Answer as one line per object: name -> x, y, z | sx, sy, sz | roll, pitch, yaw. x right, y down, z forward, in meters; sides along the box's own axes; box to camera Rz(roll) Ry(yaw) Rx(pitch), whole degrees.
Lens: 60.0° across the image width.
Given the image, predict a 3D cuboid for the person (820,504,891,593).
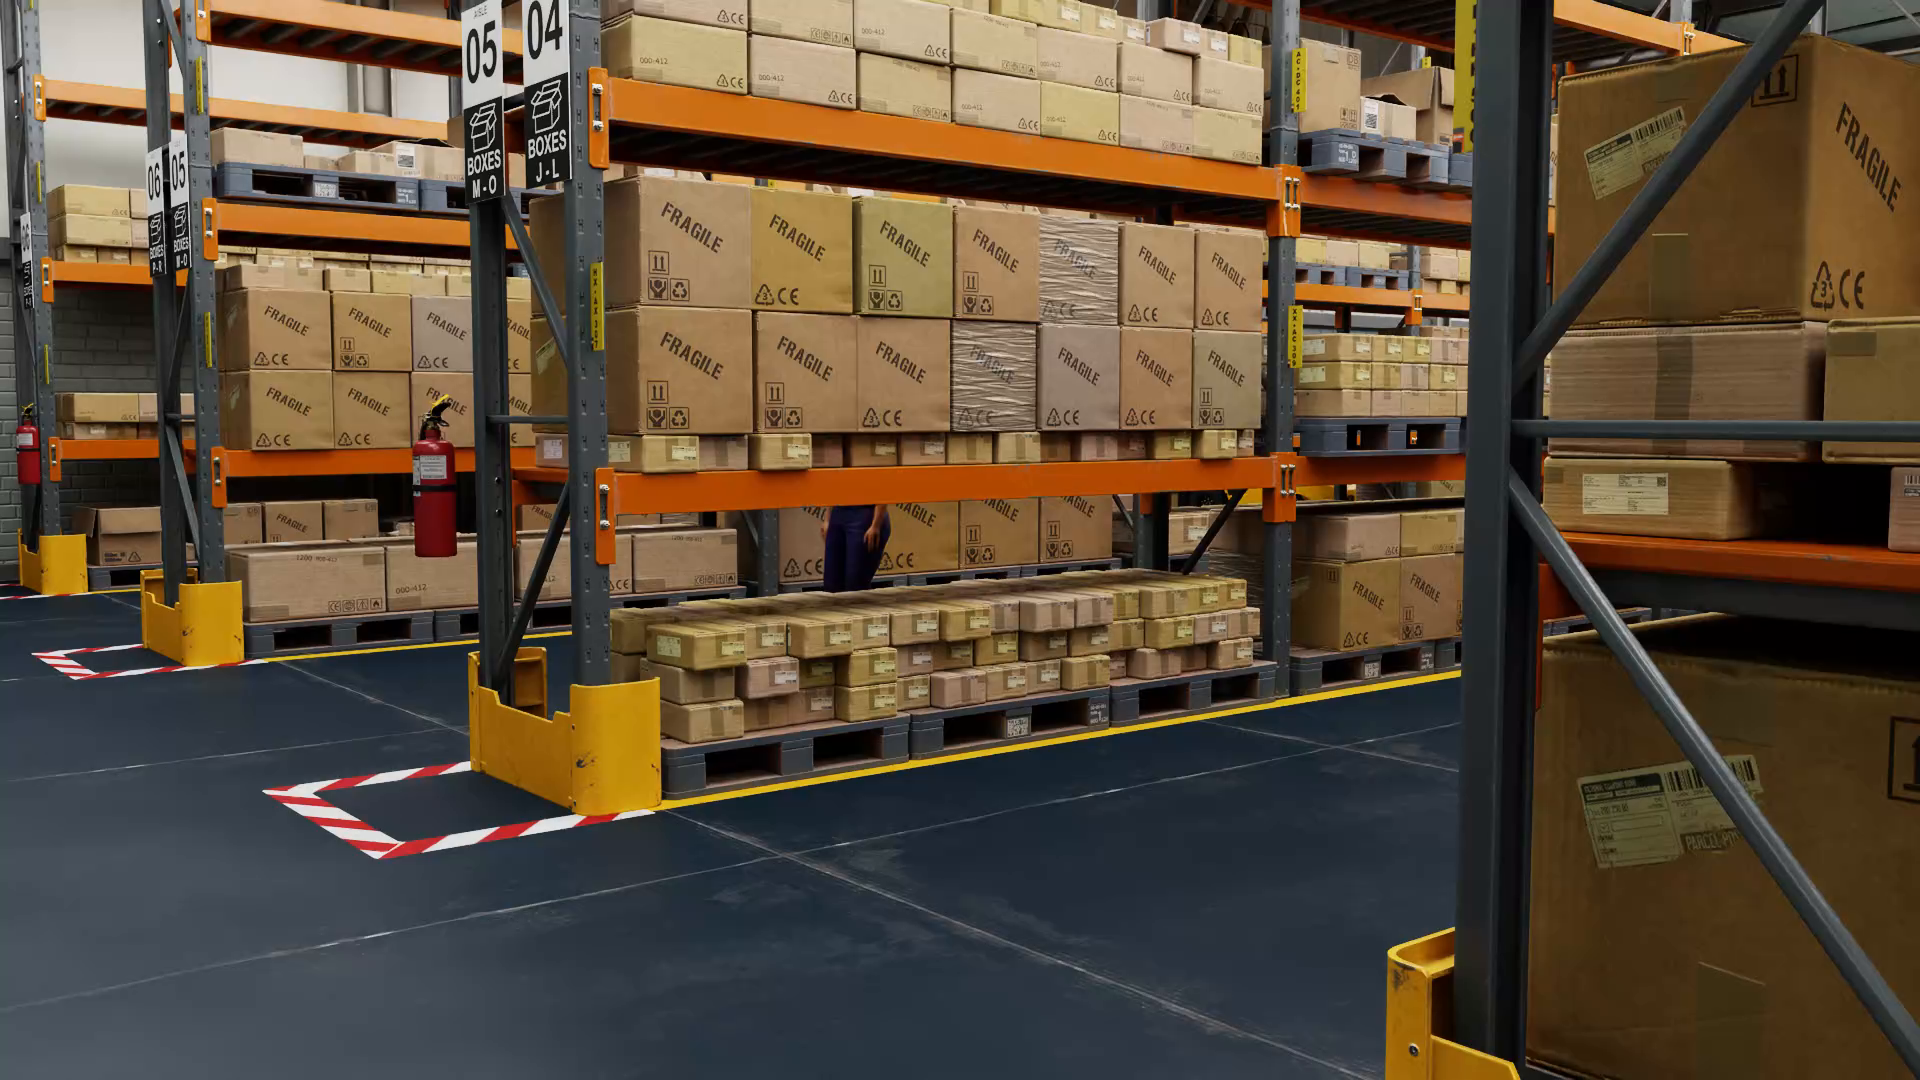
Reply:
person -> -0.676, -0.077, 10.294 | 0.418, 1.653, 0.562 | -4, 6, -41
